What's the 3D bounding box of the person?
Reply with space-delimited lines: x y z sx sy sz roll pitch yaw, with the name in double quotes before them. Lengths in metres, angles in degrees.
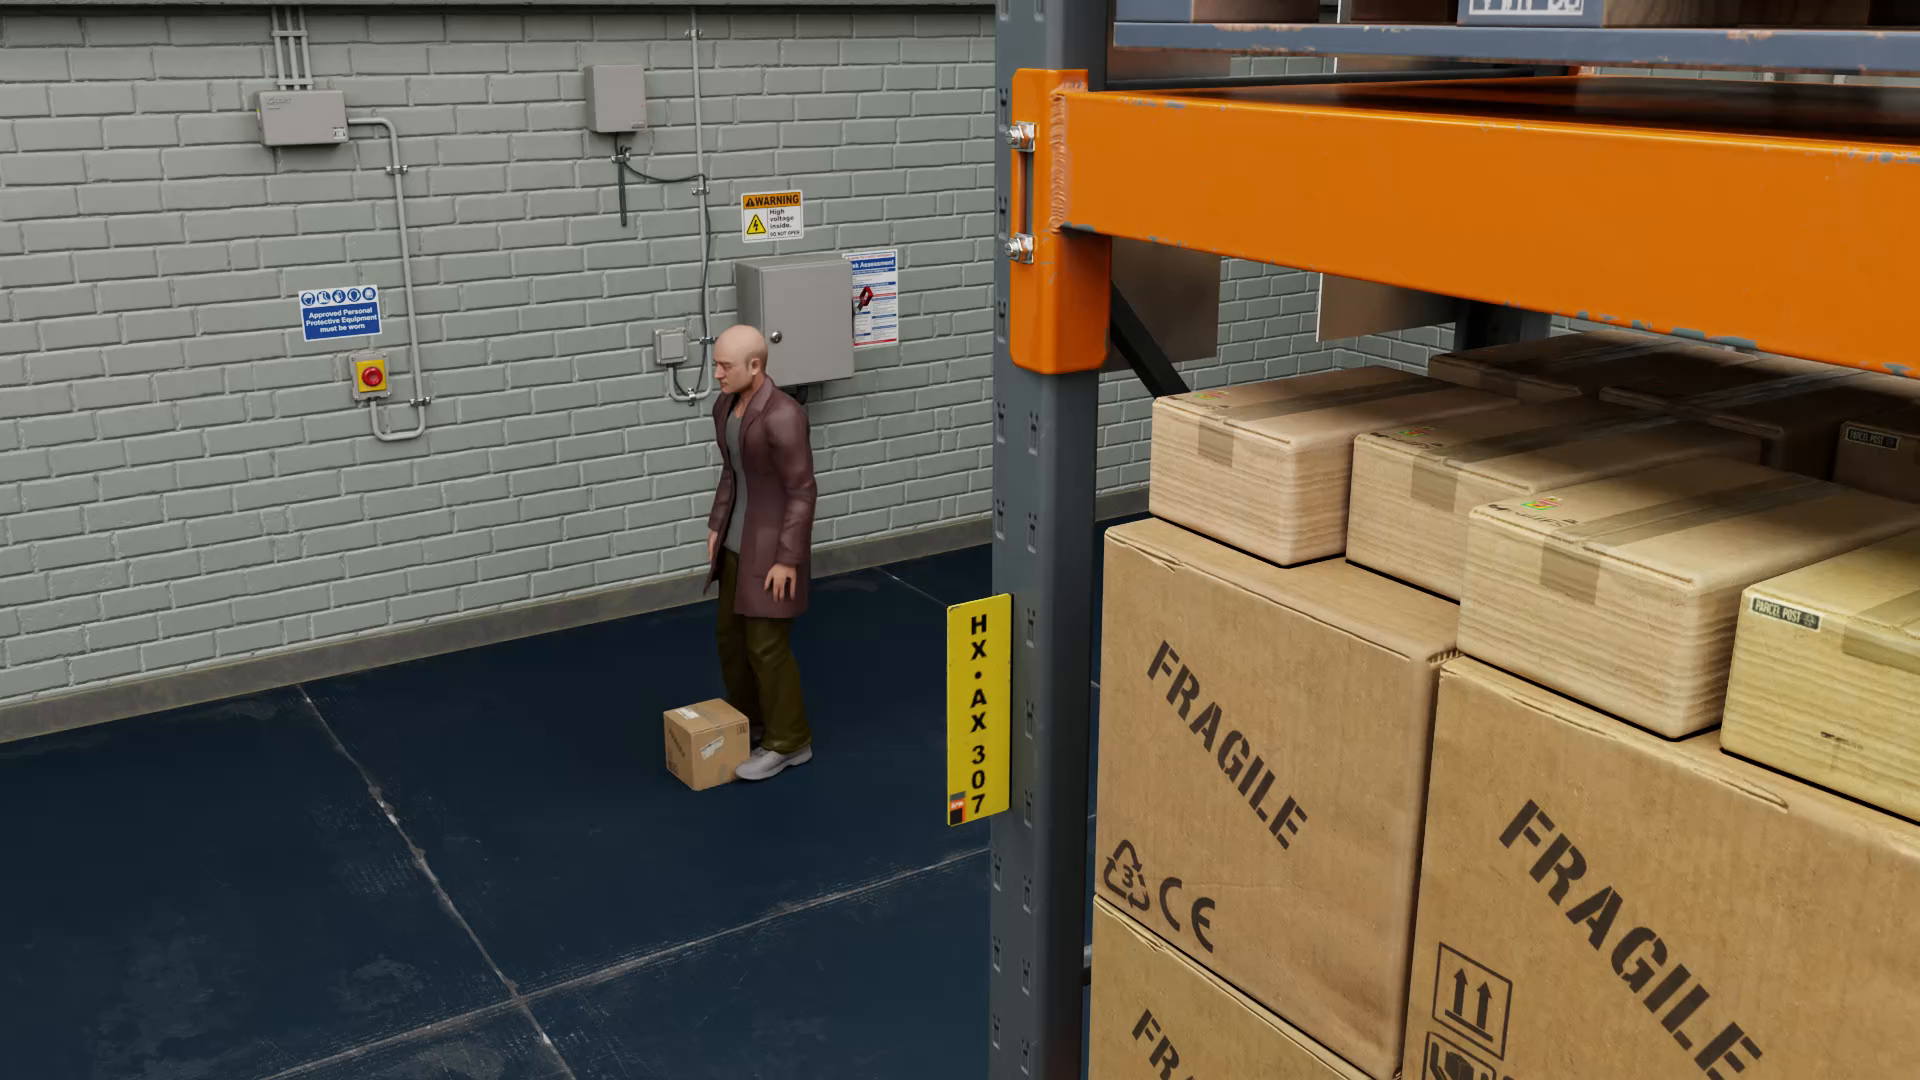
"person" -0.790 0.035 6.469 0.427 1.773 0.631 -12 22 -34
